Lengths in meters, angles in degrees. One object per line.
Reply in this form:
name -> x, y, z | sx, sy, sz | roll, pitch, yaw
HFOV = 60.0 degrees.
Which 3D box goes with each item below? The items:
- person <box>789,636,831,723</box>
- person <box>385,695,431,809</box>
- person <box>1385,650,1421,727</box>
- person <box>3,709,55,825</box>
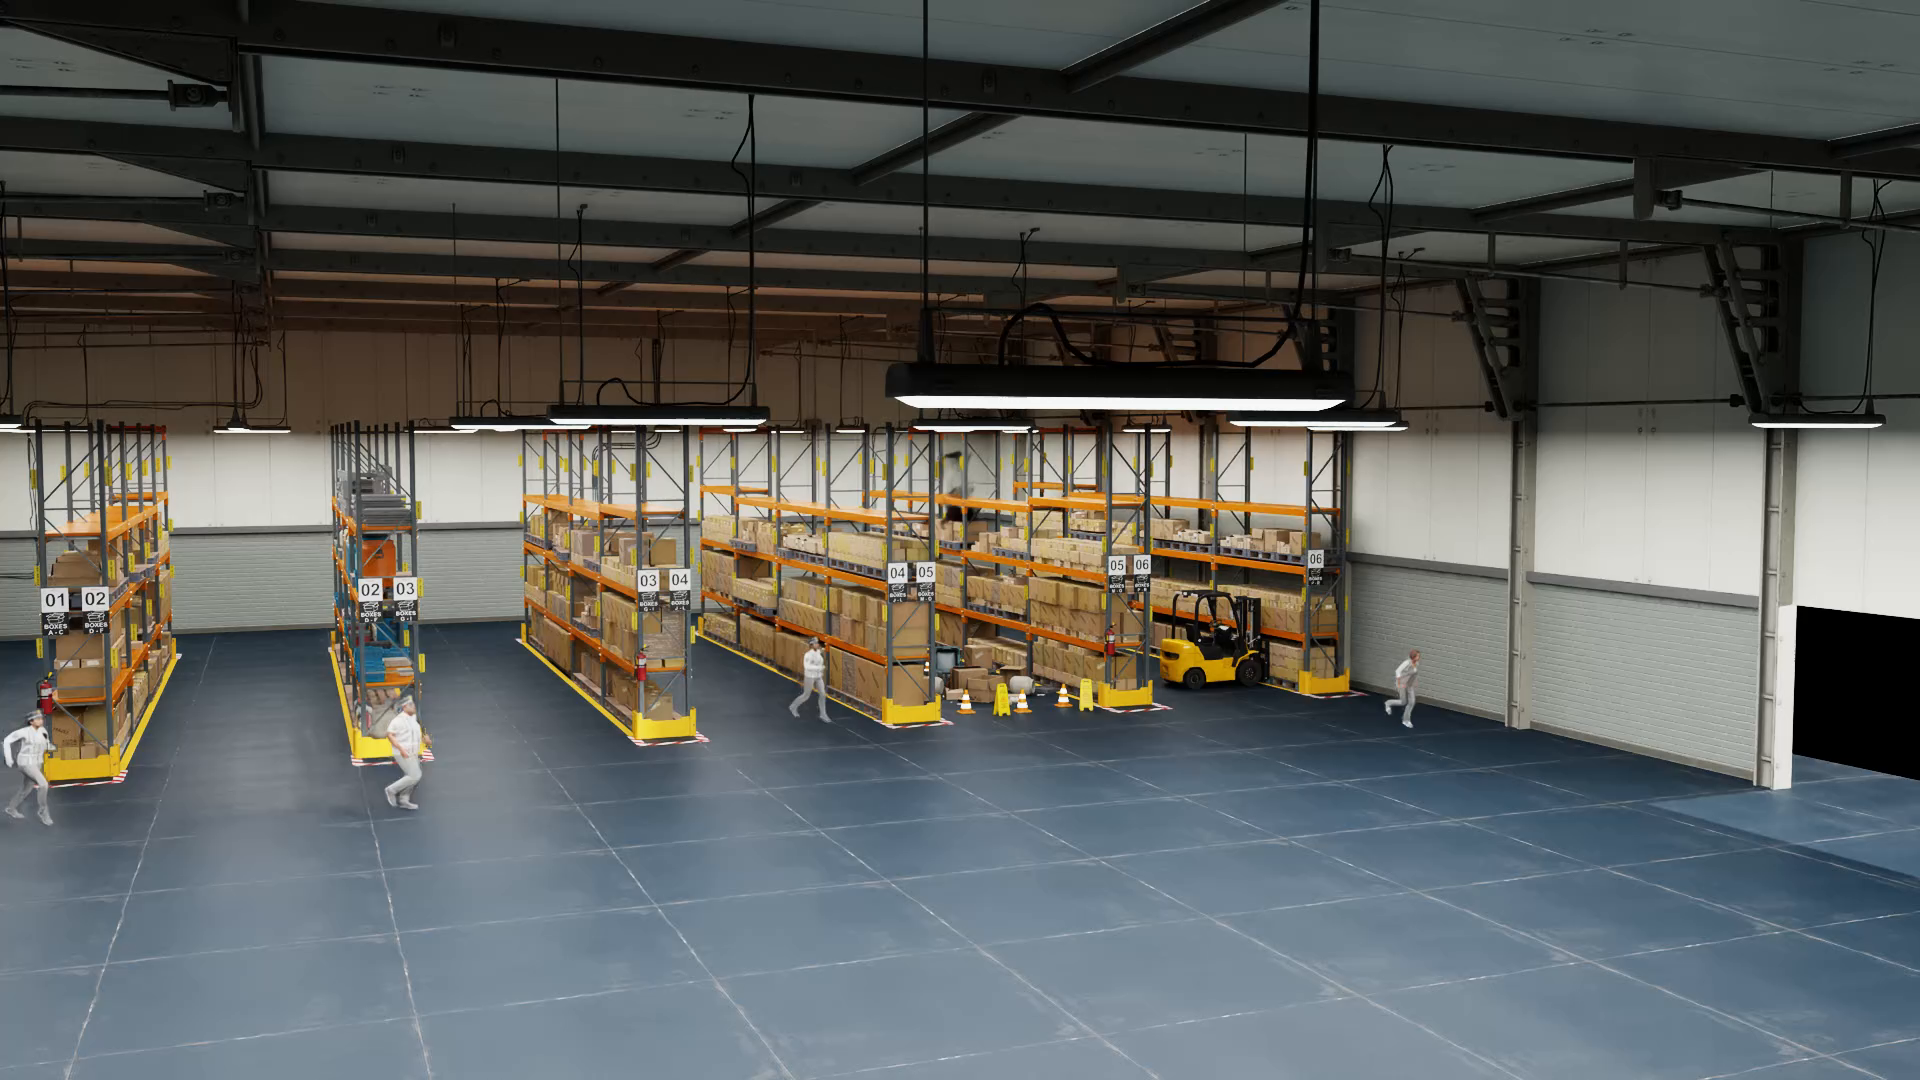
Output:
person -> -2.987, 2.785, 33.448 | 0.930, 1.725, 0.619 | 3, 4, 36
person -> -8.475, 3.255, 25.569 | 0.629, 1.754, 0.649 | 0, 4, 5
person -> 8.801, 2.920, 32.980 | 0.538, 1.545, 0.761 | -3, 5, -39
person -> -13.755, 3.353, 24.554 | 0.829, 1.727, 0.636 | 1, 4, 11
